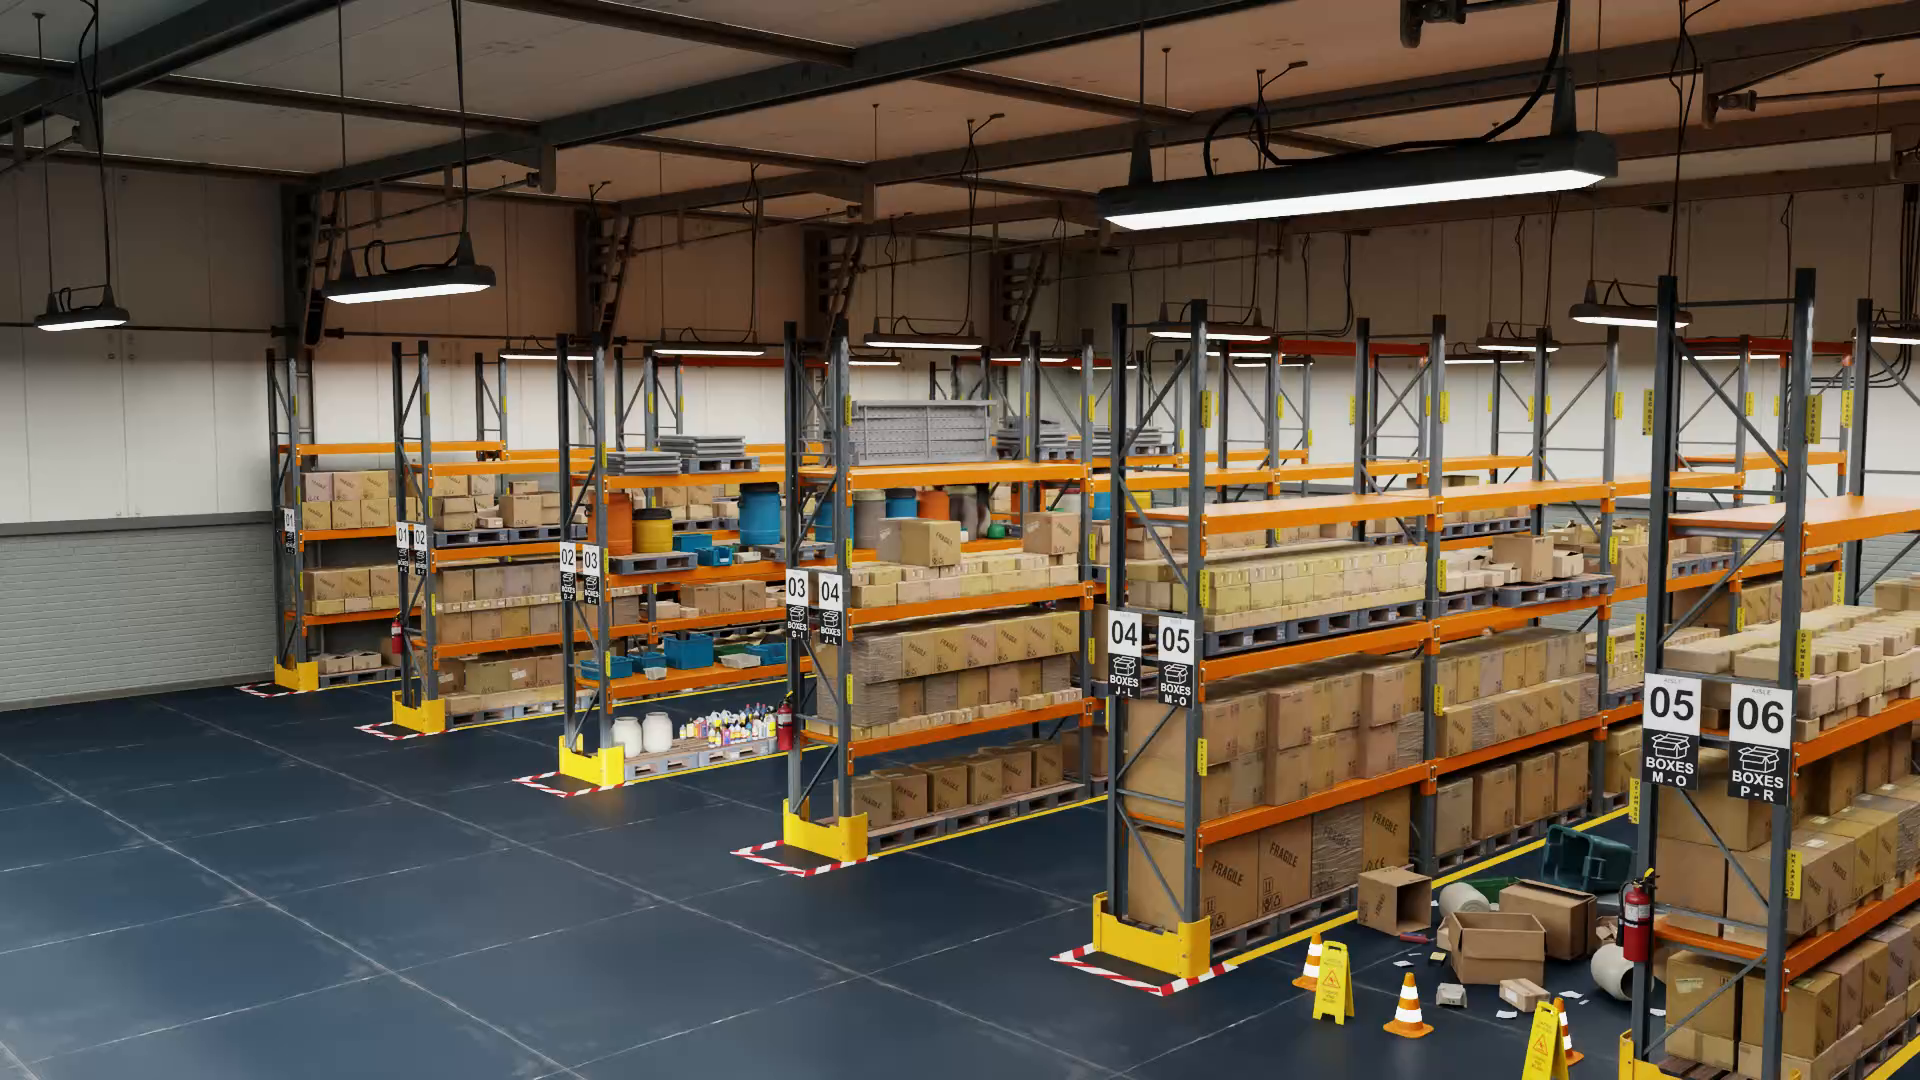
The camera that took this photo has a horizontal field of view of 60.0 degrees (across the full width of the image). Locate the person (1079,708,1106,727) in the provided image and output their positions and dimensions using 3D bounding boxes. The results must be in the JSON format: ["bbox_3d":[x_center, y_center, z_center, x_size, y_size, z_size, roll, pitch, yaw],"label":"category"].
[{"bbox_3d":[1.958,1.963,24.295,0.620,1.675,0.786,4,7,42],"label":"person"}]

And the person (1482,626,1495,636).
[{"bbox_3d":[8.074,2.141,25.470,0.599,1.668,0.853,4,6,38],"label":"person"}]
